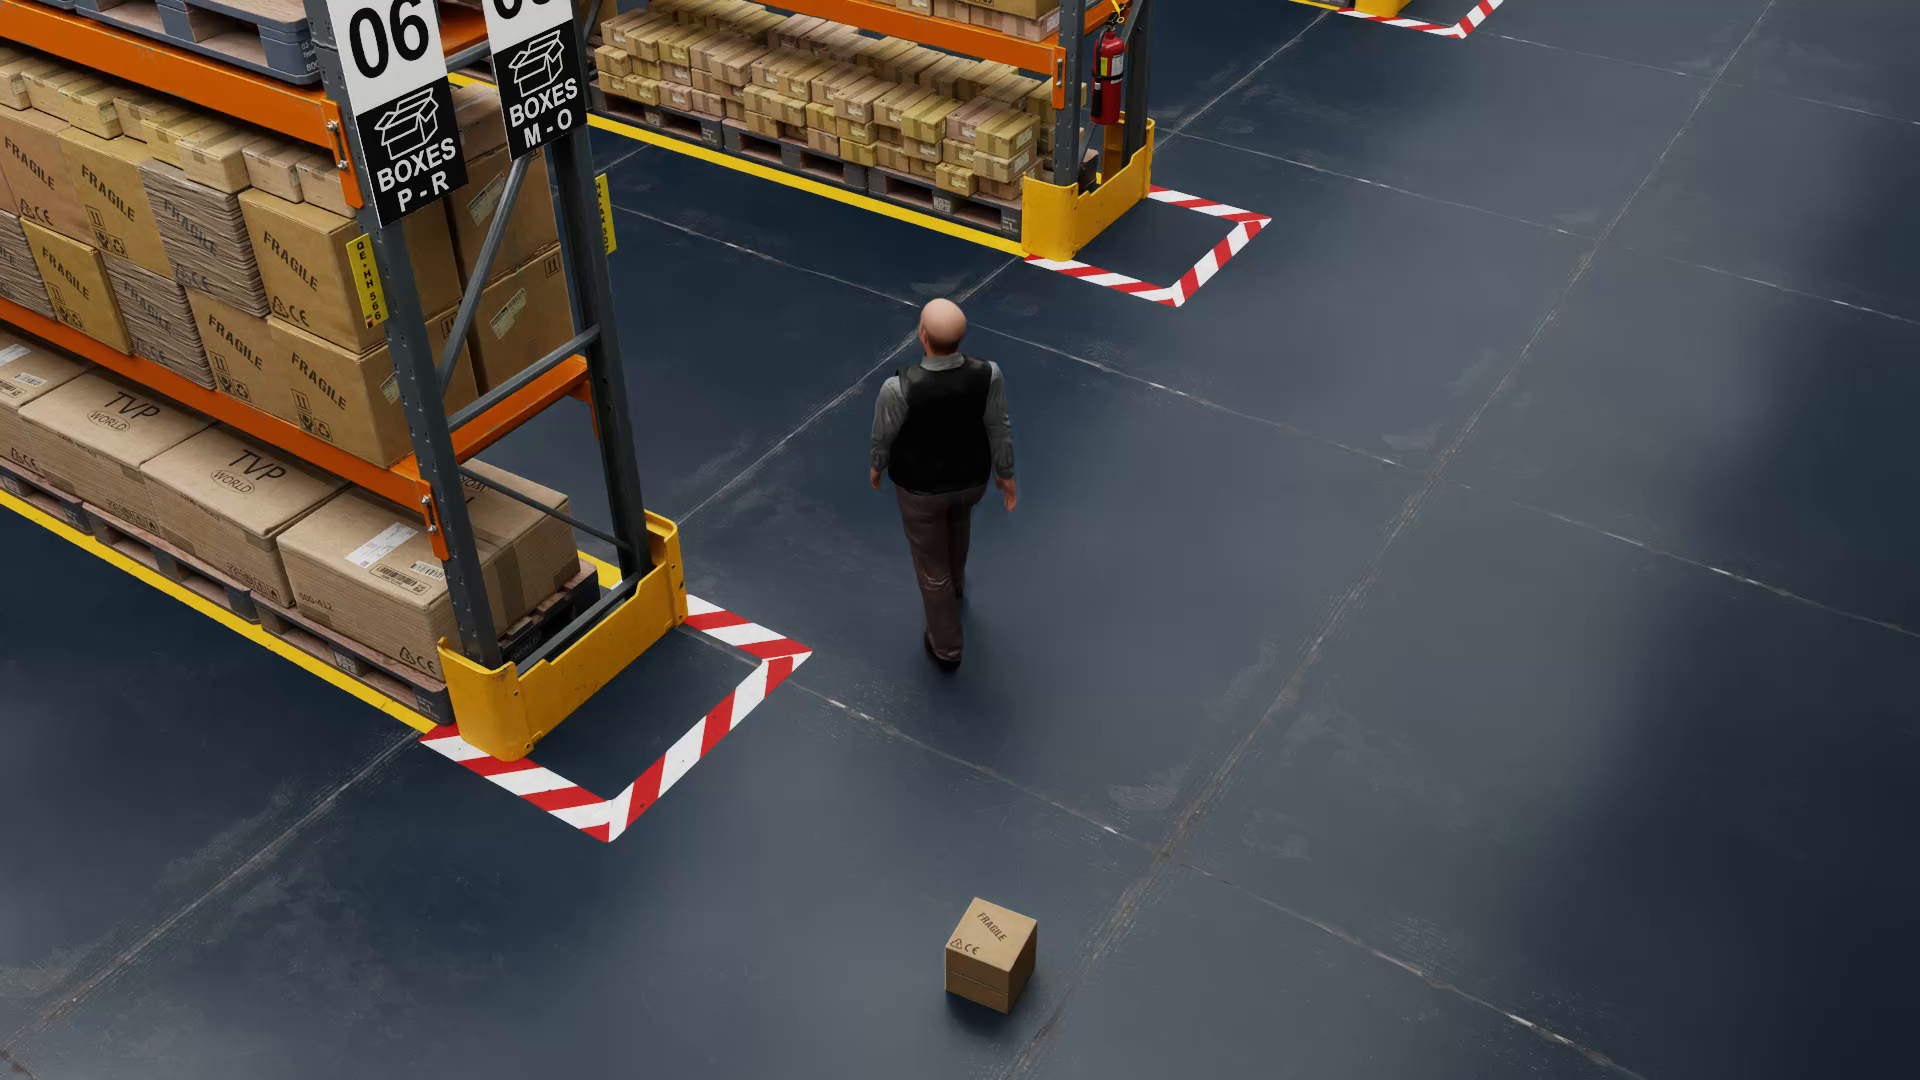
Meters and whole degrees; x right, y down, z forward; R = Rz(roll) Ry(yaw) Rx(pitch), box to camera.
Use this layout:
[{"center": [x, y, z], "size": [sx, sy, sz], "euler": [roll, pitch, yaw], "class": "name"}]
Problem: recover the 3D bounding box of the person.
[{"center": [-0.096, -0.260, 7.052], "size": [0.581, 1.773, 0.704], "euler": [-15, 40, -18], "class": "person"}]
